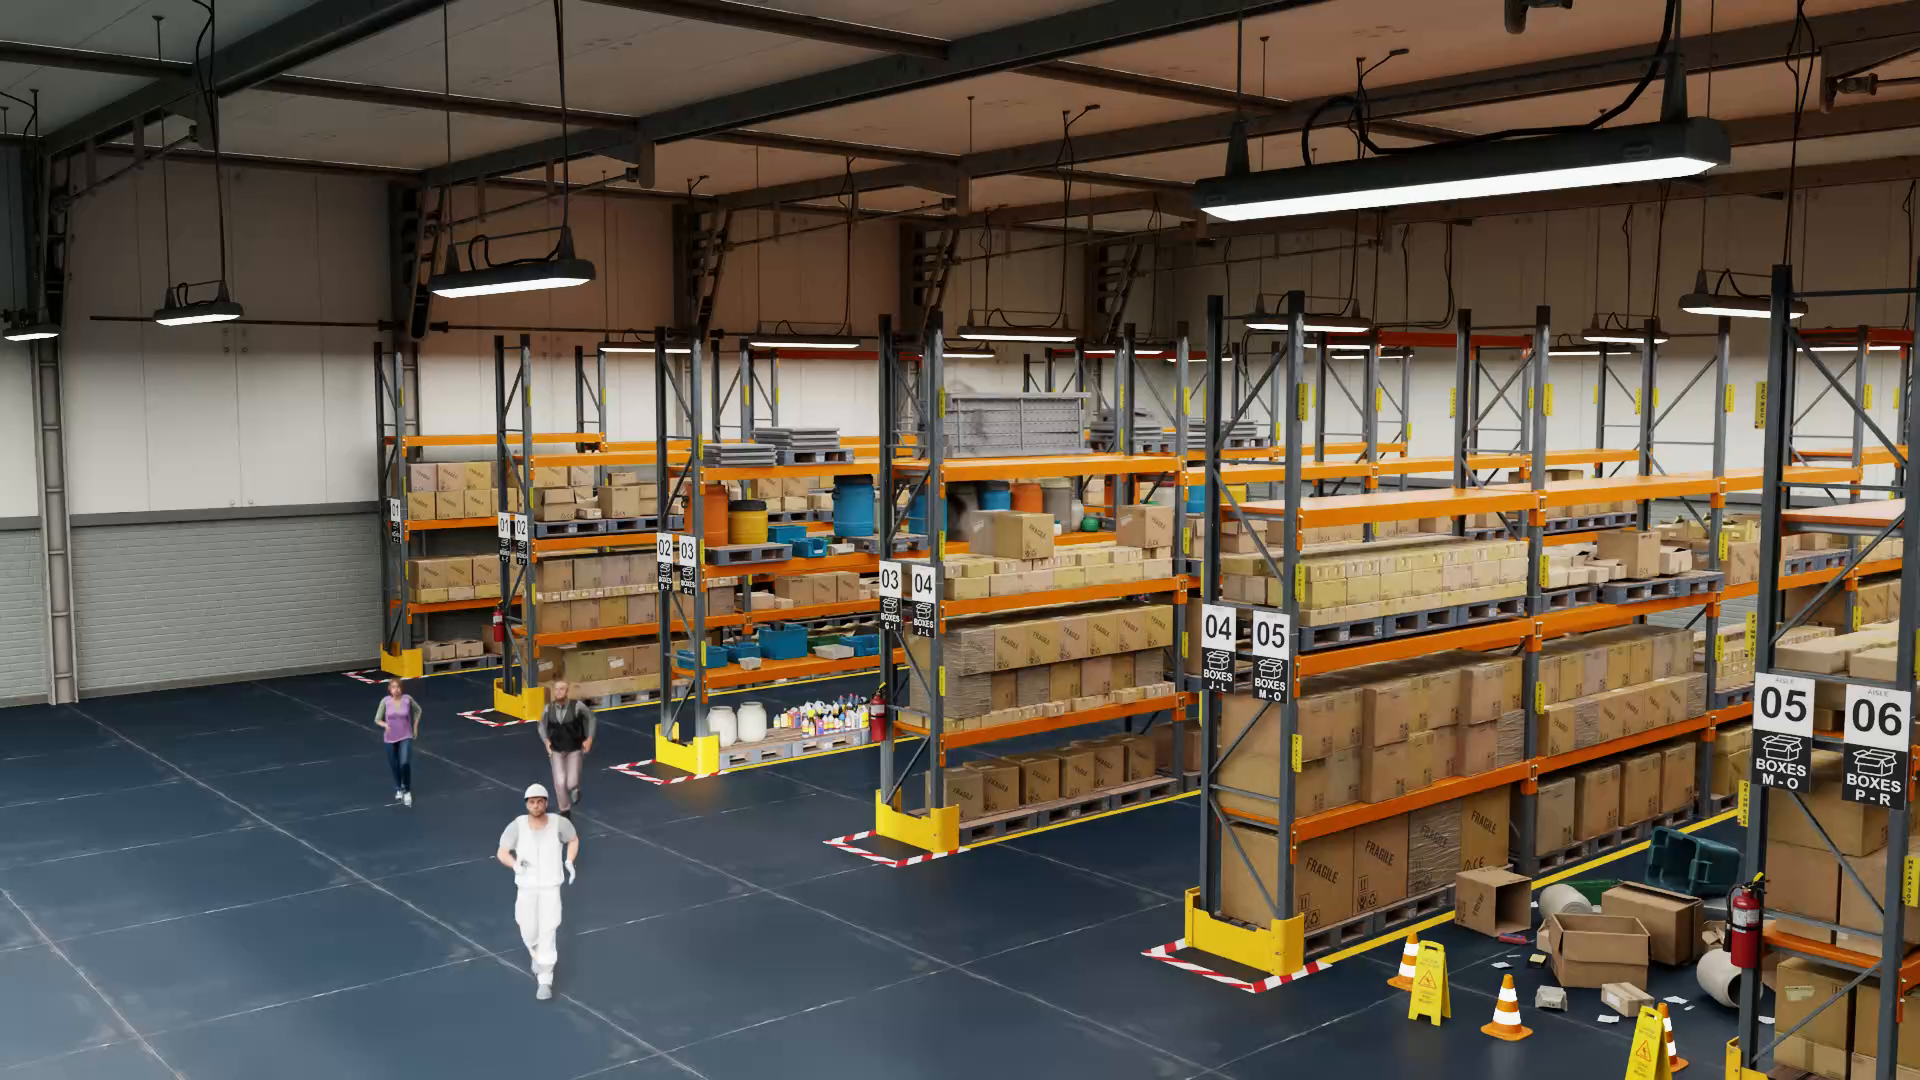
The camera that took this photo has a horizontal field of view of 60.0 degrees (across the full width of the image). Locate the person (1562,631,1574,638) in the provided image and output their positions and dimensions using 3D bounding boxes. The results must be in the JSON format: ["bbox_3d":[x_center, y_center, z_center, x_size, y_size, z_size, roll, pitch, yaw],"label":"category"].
[{"bbox_3d":[8.982,2.139,24.629,0.620,1.607,0.552,5,7,44],"label":"person"}]

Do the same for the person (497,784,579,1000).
[{"bbox_3d":[-3.619,2.967,14.271,0.675,1.778,0.859,-1,5,-10],"label":"person"}]

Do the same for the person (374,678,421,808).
[{"bbox_3d":[-6.957,2.503,20.581,0.532,1.615,0.673,-1,5,-12],"label":"person"}]

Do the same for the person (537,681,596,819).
[{"bbox_3d":[-4.715,2.522,19.931,0.679,1.686,0.646,0,5,-1],"label":"person"}]
